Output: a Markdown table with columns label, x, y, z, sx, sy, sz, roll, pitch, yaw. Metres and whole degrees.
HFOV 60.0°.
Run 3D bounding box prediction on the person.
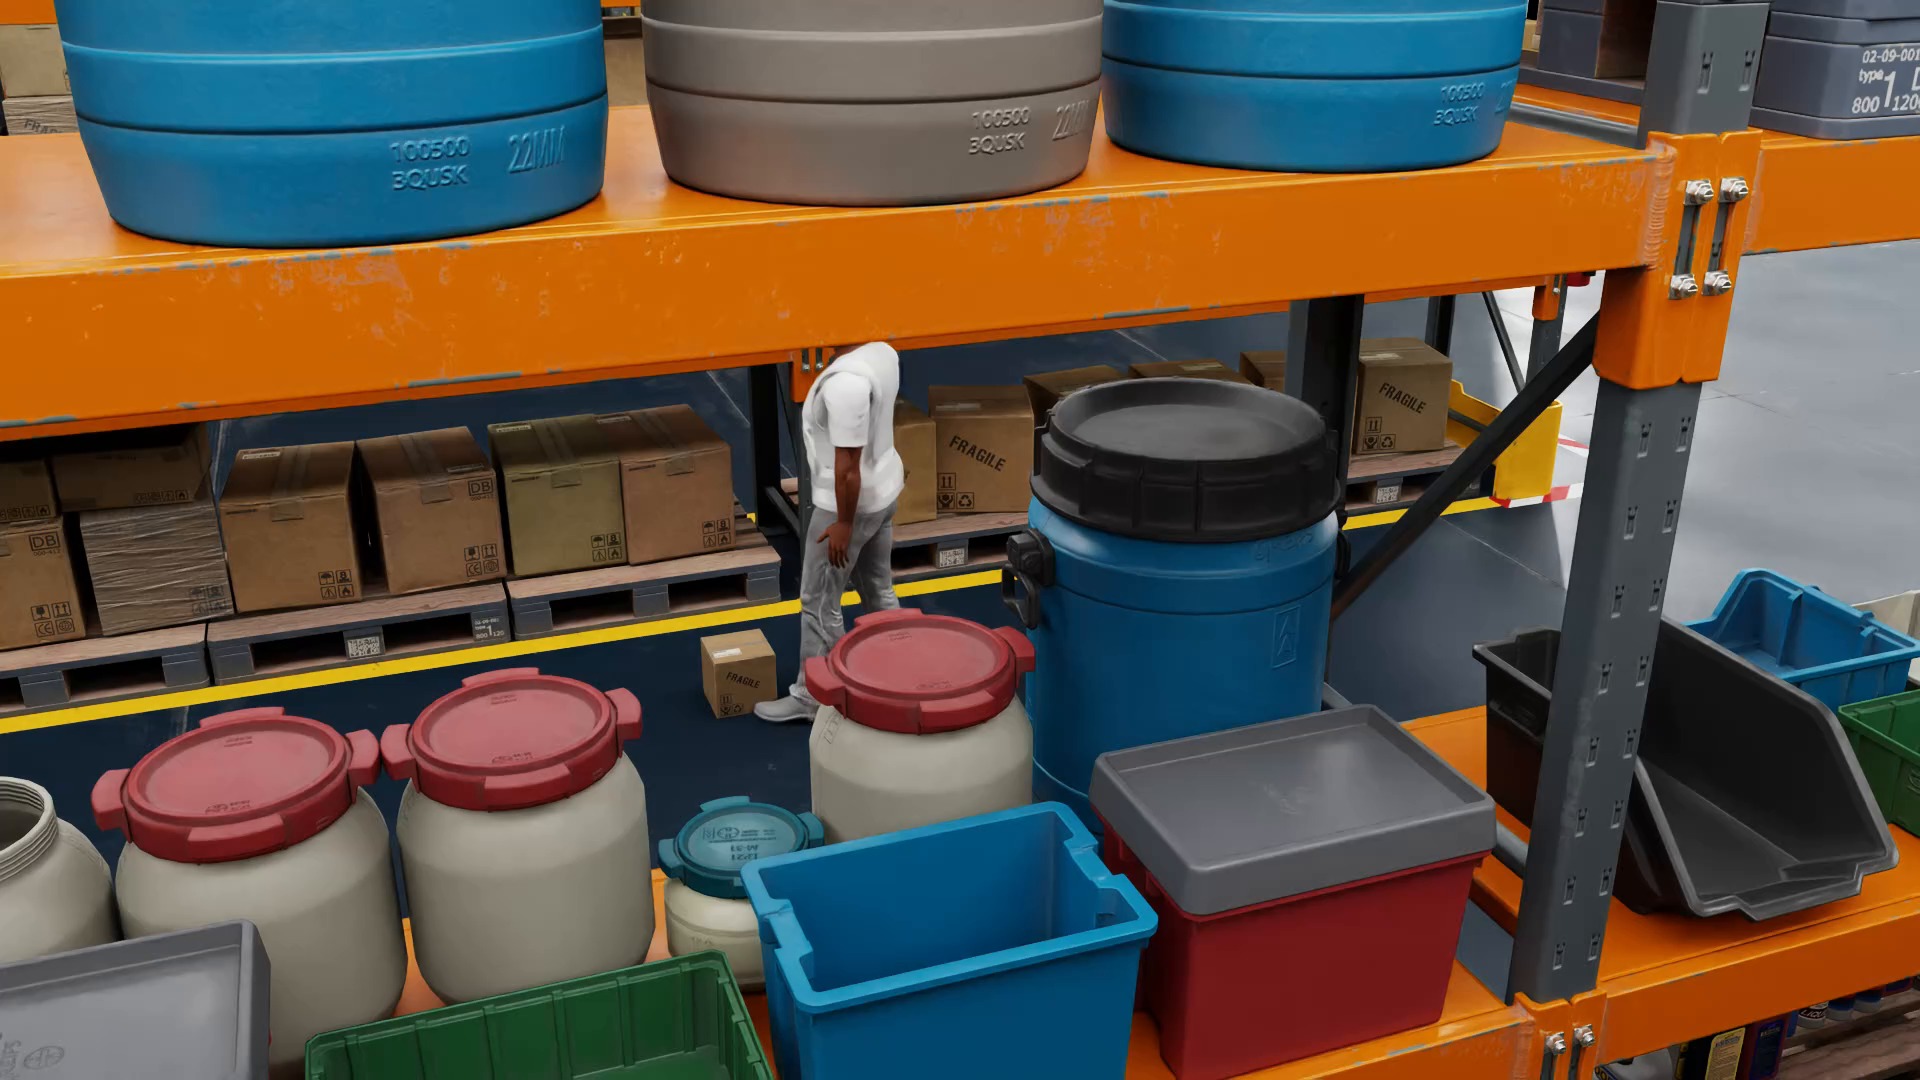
| label | x | y | z | sx | sy | sz | roll | pitch | yaw |
| --- | --- | --- | --- | --- | --- | --- | --- | --- | --- |
| person | -0.494 | -0.172 | 6.457 | 0.545 | 1.766 | 0.610 | 7 | 23 | 17 |
